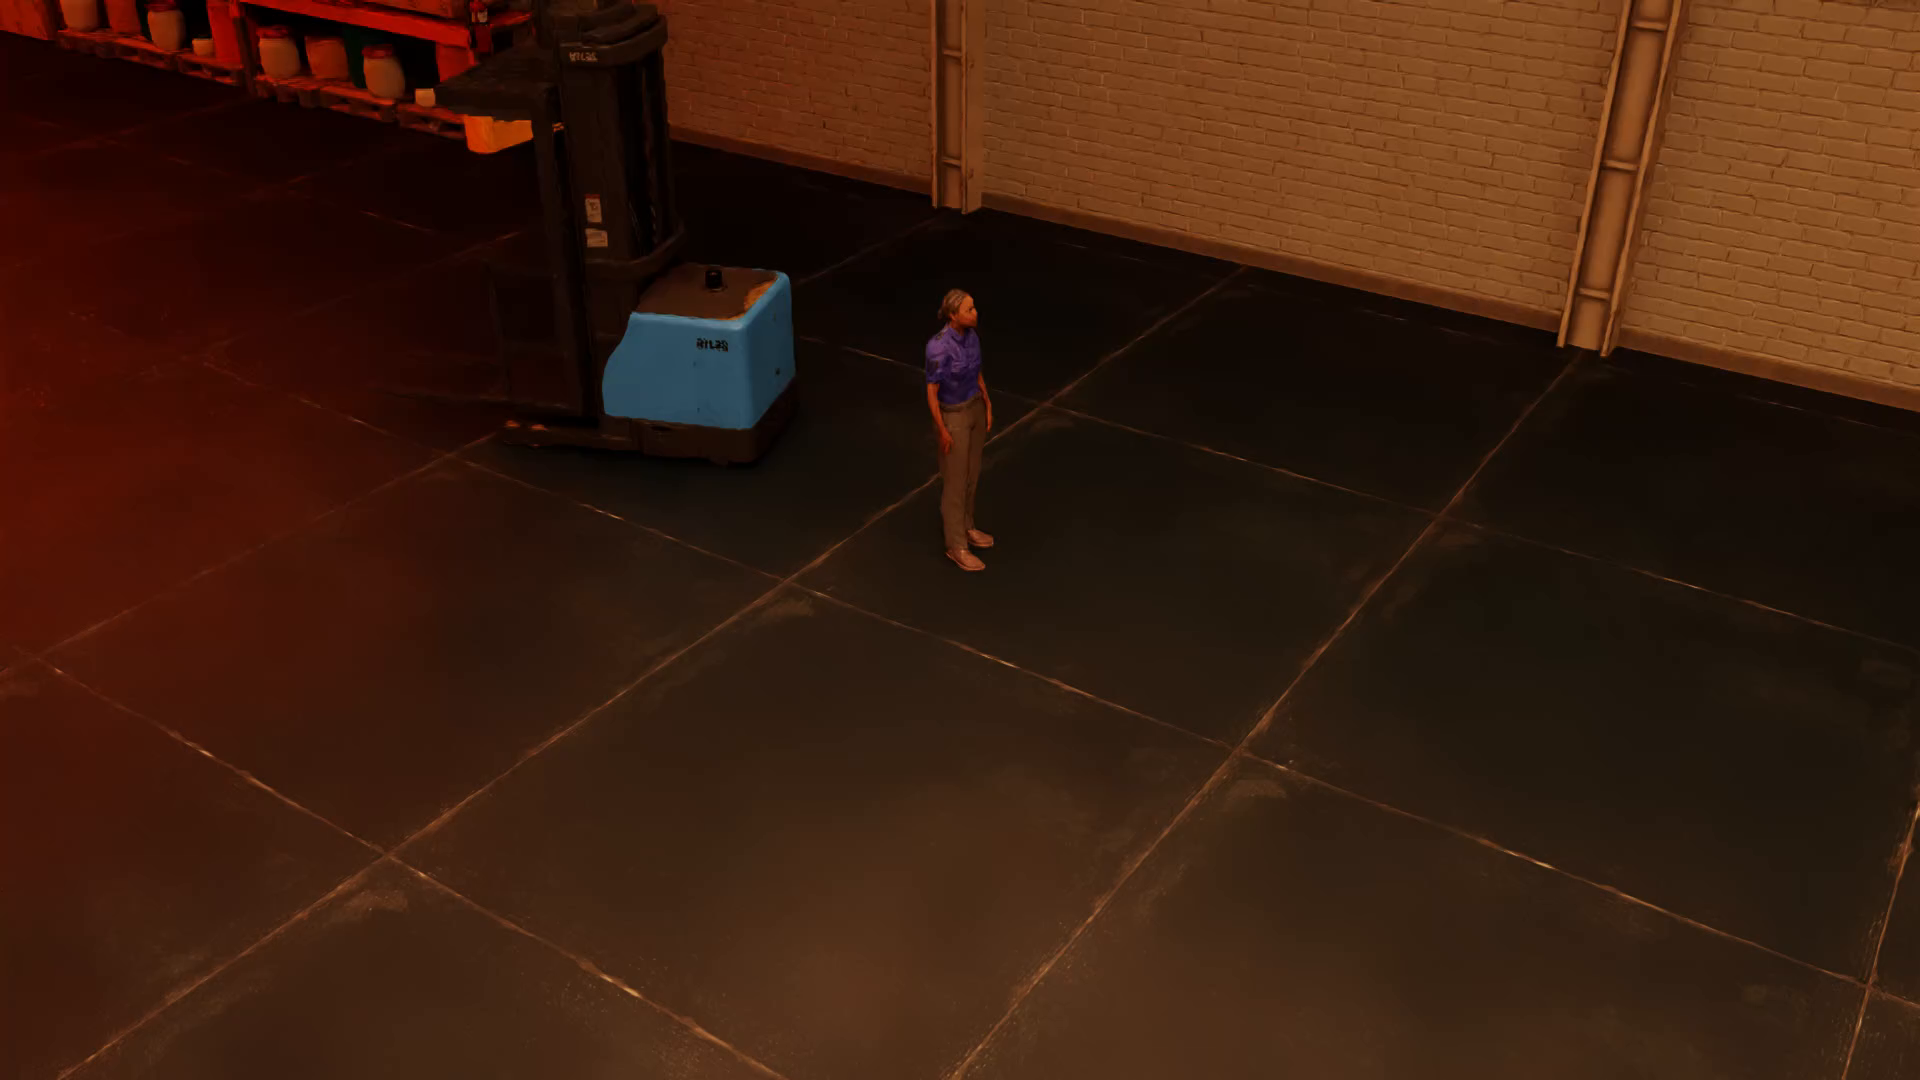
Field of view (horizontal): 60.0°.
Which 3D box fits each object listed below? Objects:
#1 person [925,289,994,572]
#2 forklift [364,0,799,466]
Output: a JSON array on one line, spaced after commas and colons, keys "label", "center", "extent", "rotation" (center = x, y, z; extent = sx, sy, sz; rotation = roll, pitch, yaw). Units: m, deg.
[{"label": "person", "center": [0.062, -0.689, 10.025], "extent": [0.503, 1.654, 0.570], "rotation": [19, 35, 29]}, {"label": "forklift", "center": [-2.742, -2.158, 11.297], "extent": [3.031, 2.935, 1.130], "rotation": [7, 31, 12]}]
